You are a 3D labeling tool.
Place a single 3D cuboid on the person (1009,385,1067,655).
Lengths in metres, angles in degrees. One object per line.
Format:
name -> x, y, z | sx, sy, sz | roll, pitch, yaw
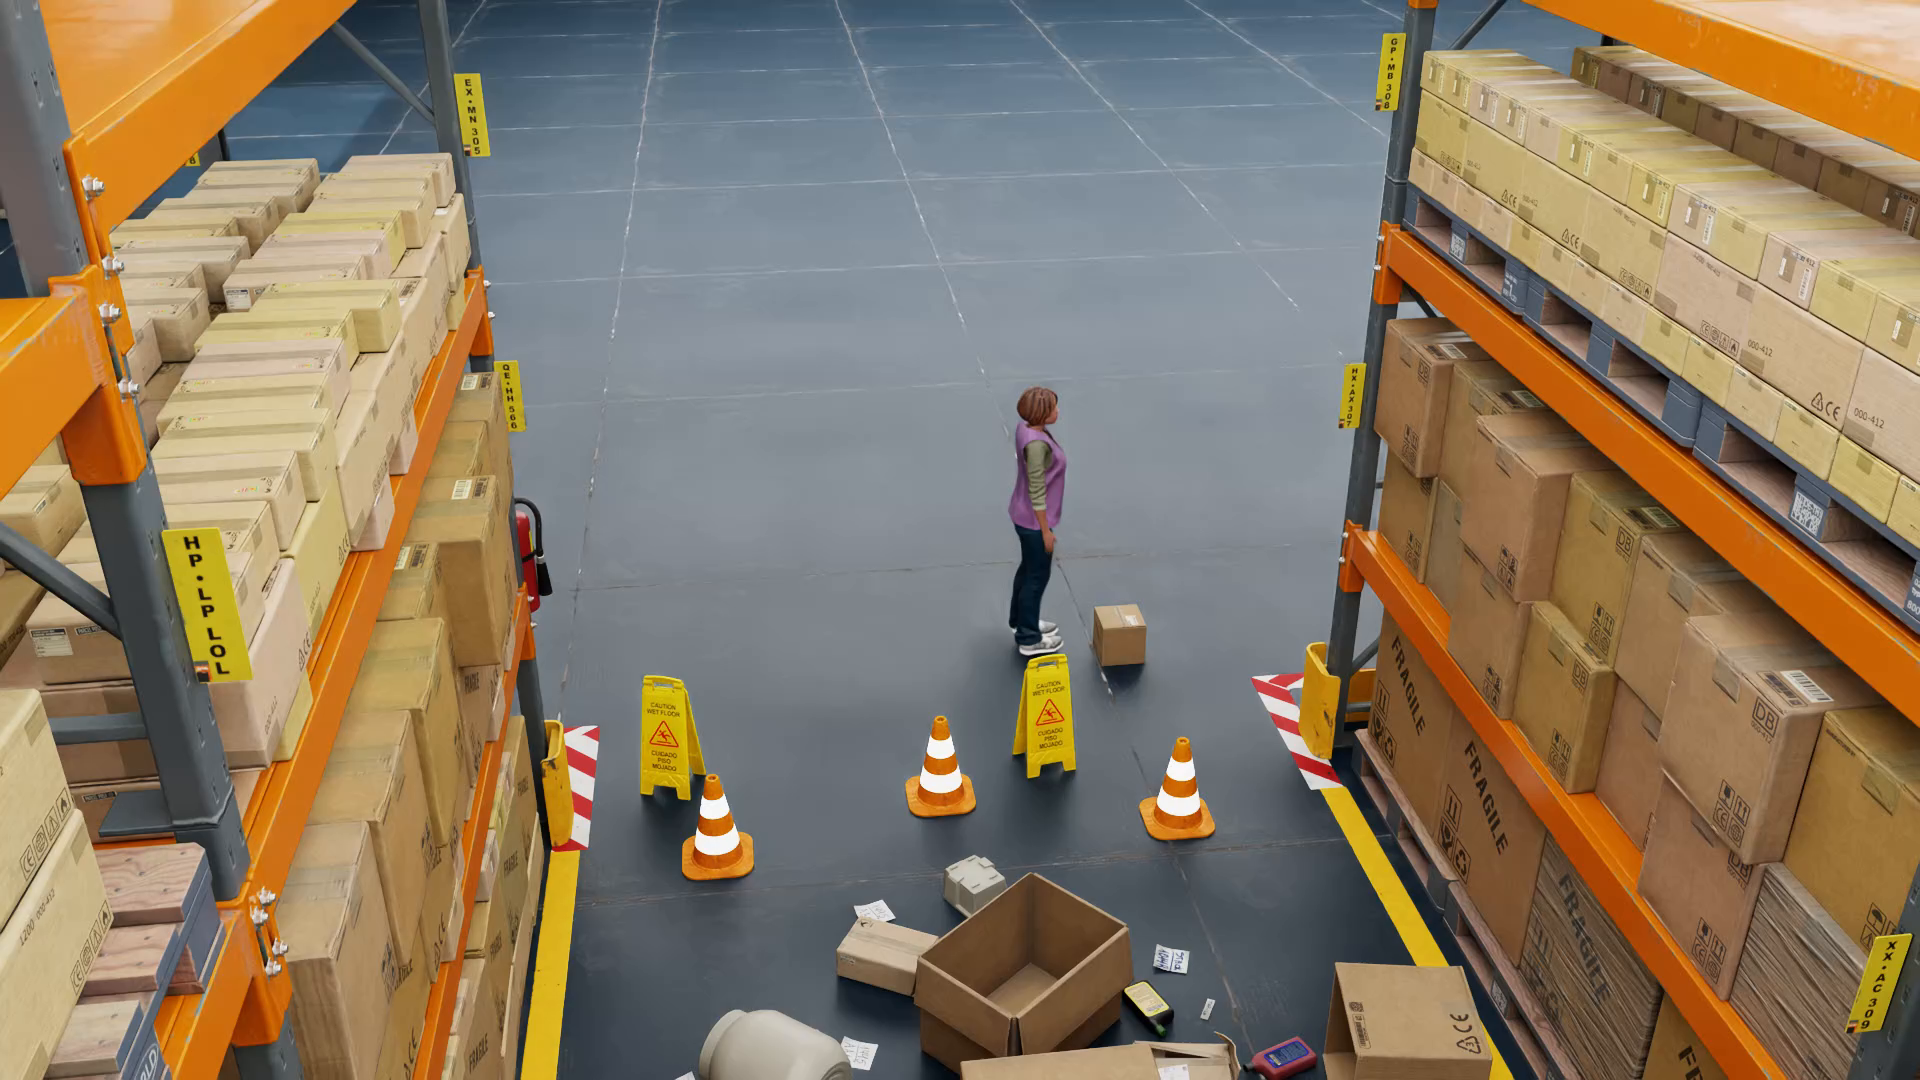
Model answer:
person -> 0.434, -0.113, 9.262 | 0.321, 1.607, 0.424 | -1, 28, -2
